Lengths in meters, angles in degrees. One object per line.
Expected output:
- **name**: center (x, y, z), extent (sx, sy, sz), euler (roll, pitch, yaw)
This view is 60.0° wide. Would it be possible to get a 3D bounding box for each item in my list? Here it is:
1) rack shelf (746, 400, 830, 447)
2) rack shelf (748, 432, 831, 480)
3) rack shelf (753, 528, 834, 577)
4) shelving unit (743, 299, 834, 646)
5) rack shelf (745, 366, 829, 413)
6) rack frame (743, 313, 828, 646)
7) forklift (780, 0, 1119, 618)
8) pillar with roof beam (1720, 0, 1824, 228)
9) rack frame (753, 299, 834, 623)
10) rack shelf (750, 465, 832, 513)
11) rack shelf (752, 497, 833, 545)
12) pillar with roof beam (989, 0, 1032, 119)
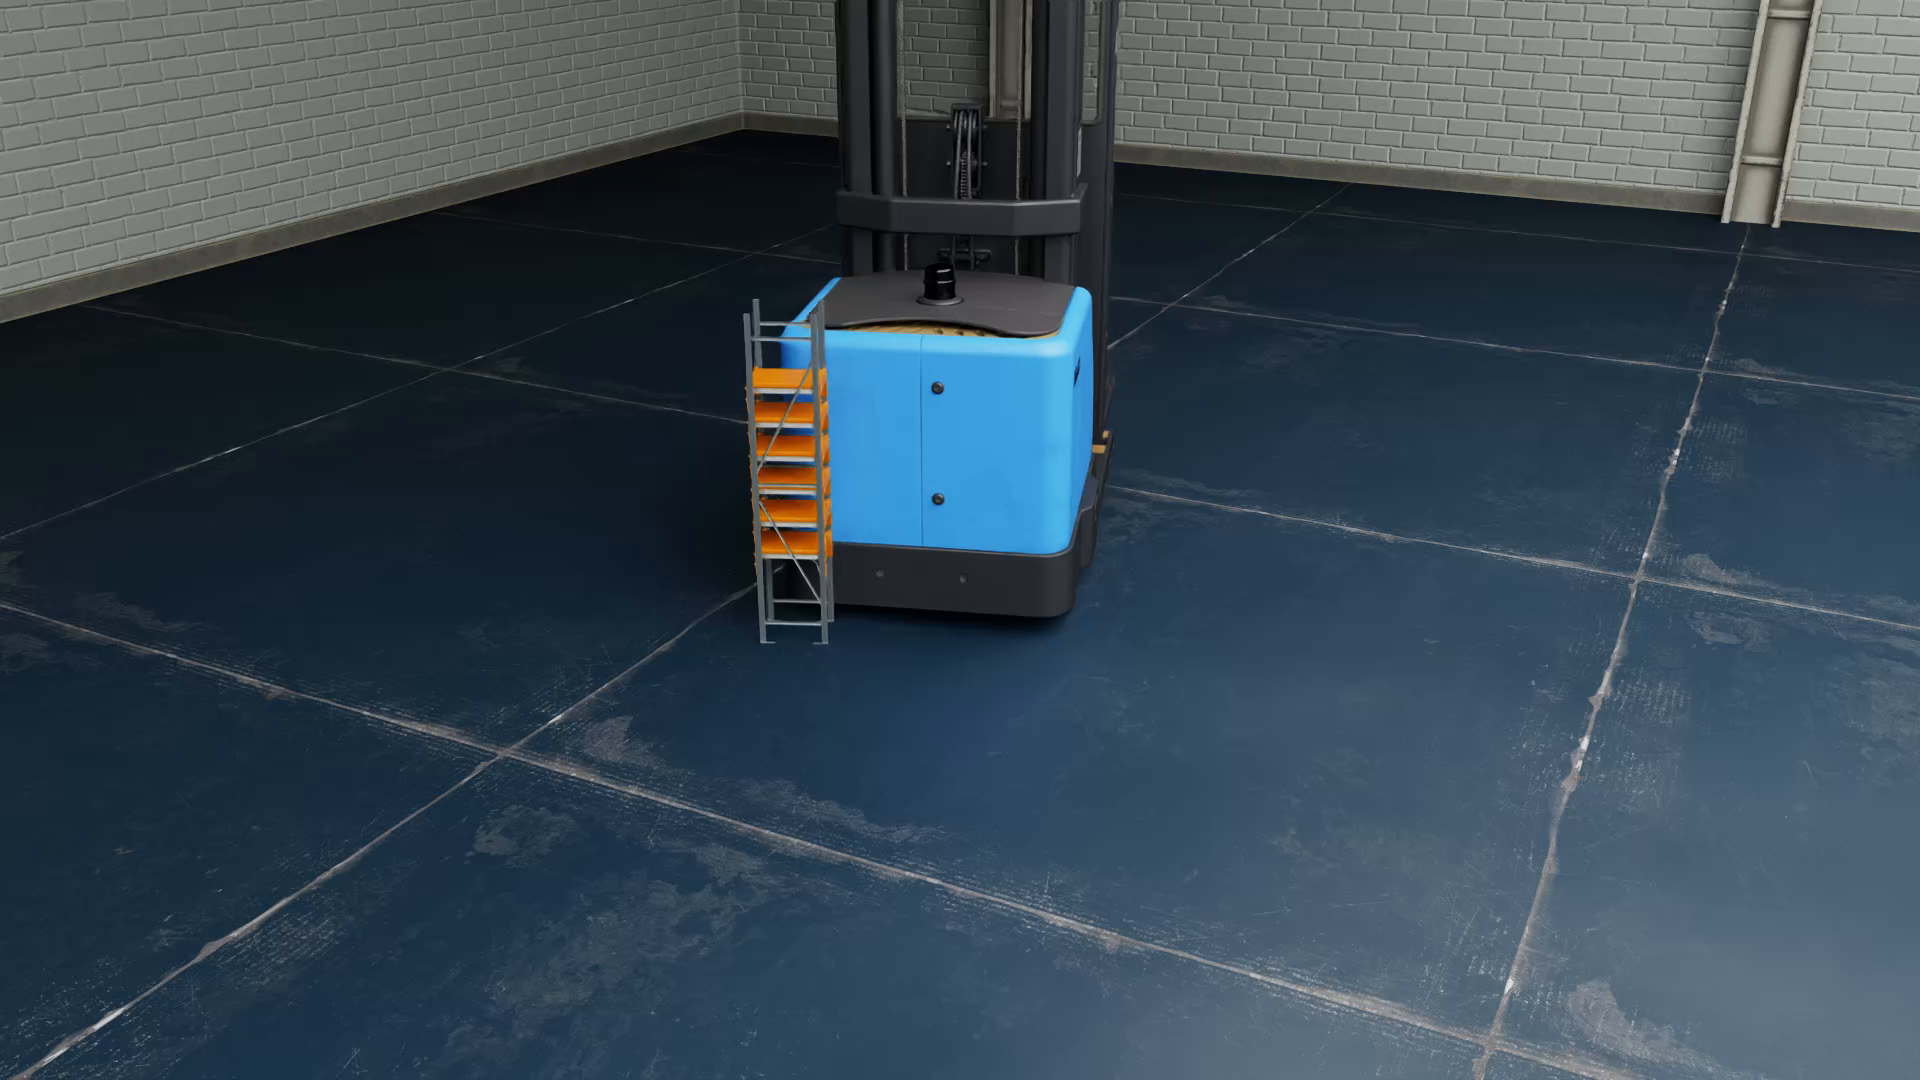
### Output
- **rack shelf**: center (-0.582, -0.399, 5.655), extent (0.258, 0.103, 0.180), euler (1, 23, 3)
- **rack shelf**: center (-0.582, -0.288, 5.701), extent (0.258, 0.103, 0.180), euler (1, 23, 3)
- **rack shelf**: center (-0.582, 0.043, 5.842), extent (0.258, 0.103, 0.180), euler (1, 23, 3)
- **shelving unit**: center (-0.582, -0.219, 5.731), extent (0.258, 1.200, 0.189), euler (1, 23, 3)
- **rack shelf**: center (-0.582, -0.509, 5.608), extent (0.258, 0.103, 0.180), euler (1, 23, 3)
- **rack frame**: center (-0.586, -0.183, 5.647), extent (0.240, 1.200, 0.006), euler (1, 23, 3)
- **forklift**: center (0.100, -1.617, 6.808), extent (1.130, 2.935, 3.031), euler (4, 23, 8)
- **pillar with roof beam**: center (3.908, -4.998, 7.004), extent (0.400, 9.000, 9.100), euler (11, 25, 25)
- **rack frame**: center (-0.577, -0.254, 5.815), extent (0.240, 1.200, 0.006), euler (1, 23, 3)
- **rack shelf**: center (-0.582, -0.178, 5.748), extent (0.258, 0.103, 0.180), euler (1, 23, 3)
- **rack shelf**: center (-0.582, -0.067, 5.795), extent (0.258, 0.103, 0.180), euler (1, 23, 3)
- **pillar with roof beam**: center (-1.446, -6.057, 9.495), extent (0.400, 9.000, 9.100), euler (11, 25, 25)
